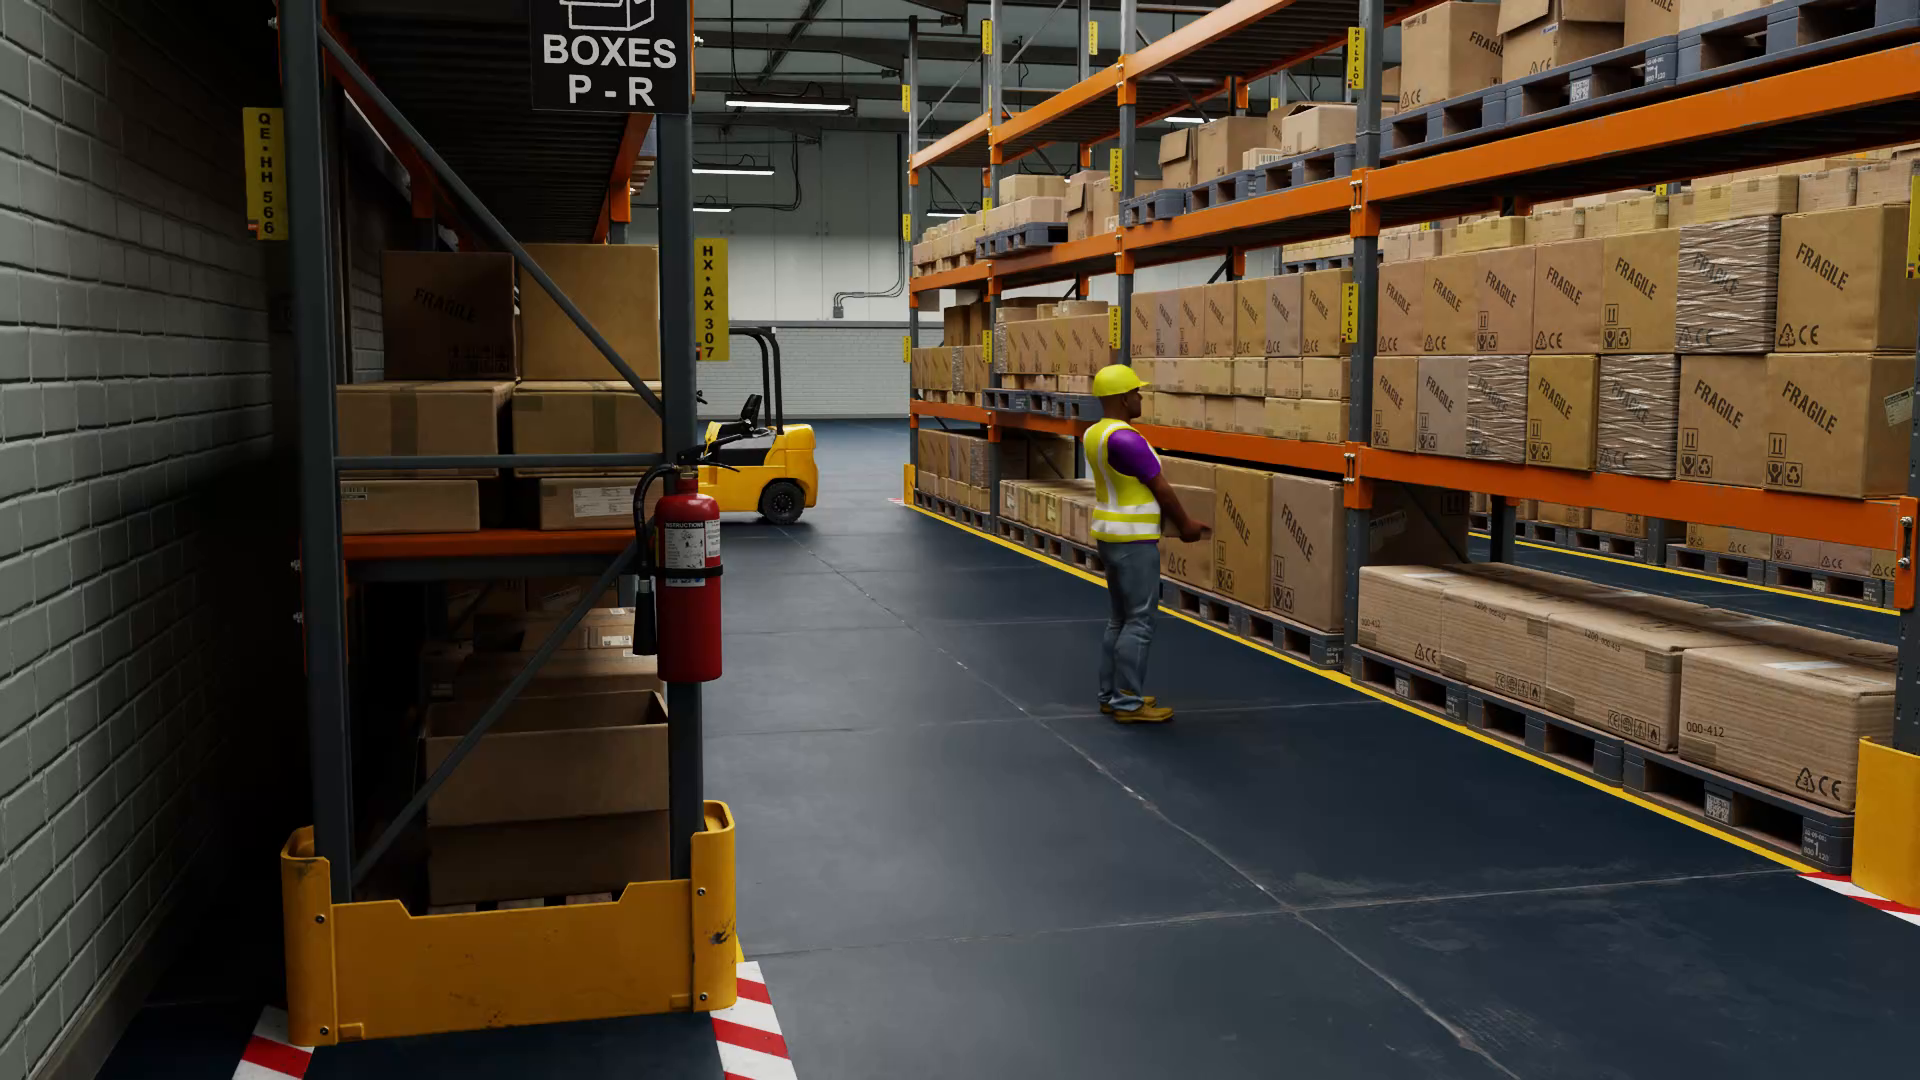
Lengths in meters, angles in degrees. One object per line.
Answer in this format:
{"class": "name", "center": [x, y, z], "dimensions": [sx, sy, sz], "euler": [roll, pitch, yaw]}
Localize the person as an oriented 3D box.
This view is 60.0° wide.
{"class": "person", "center": [0.928, 0.008, 8.299], "dimensions": [0.586, 1.760, 0.503], "euler": [-1, 6, -13]}
